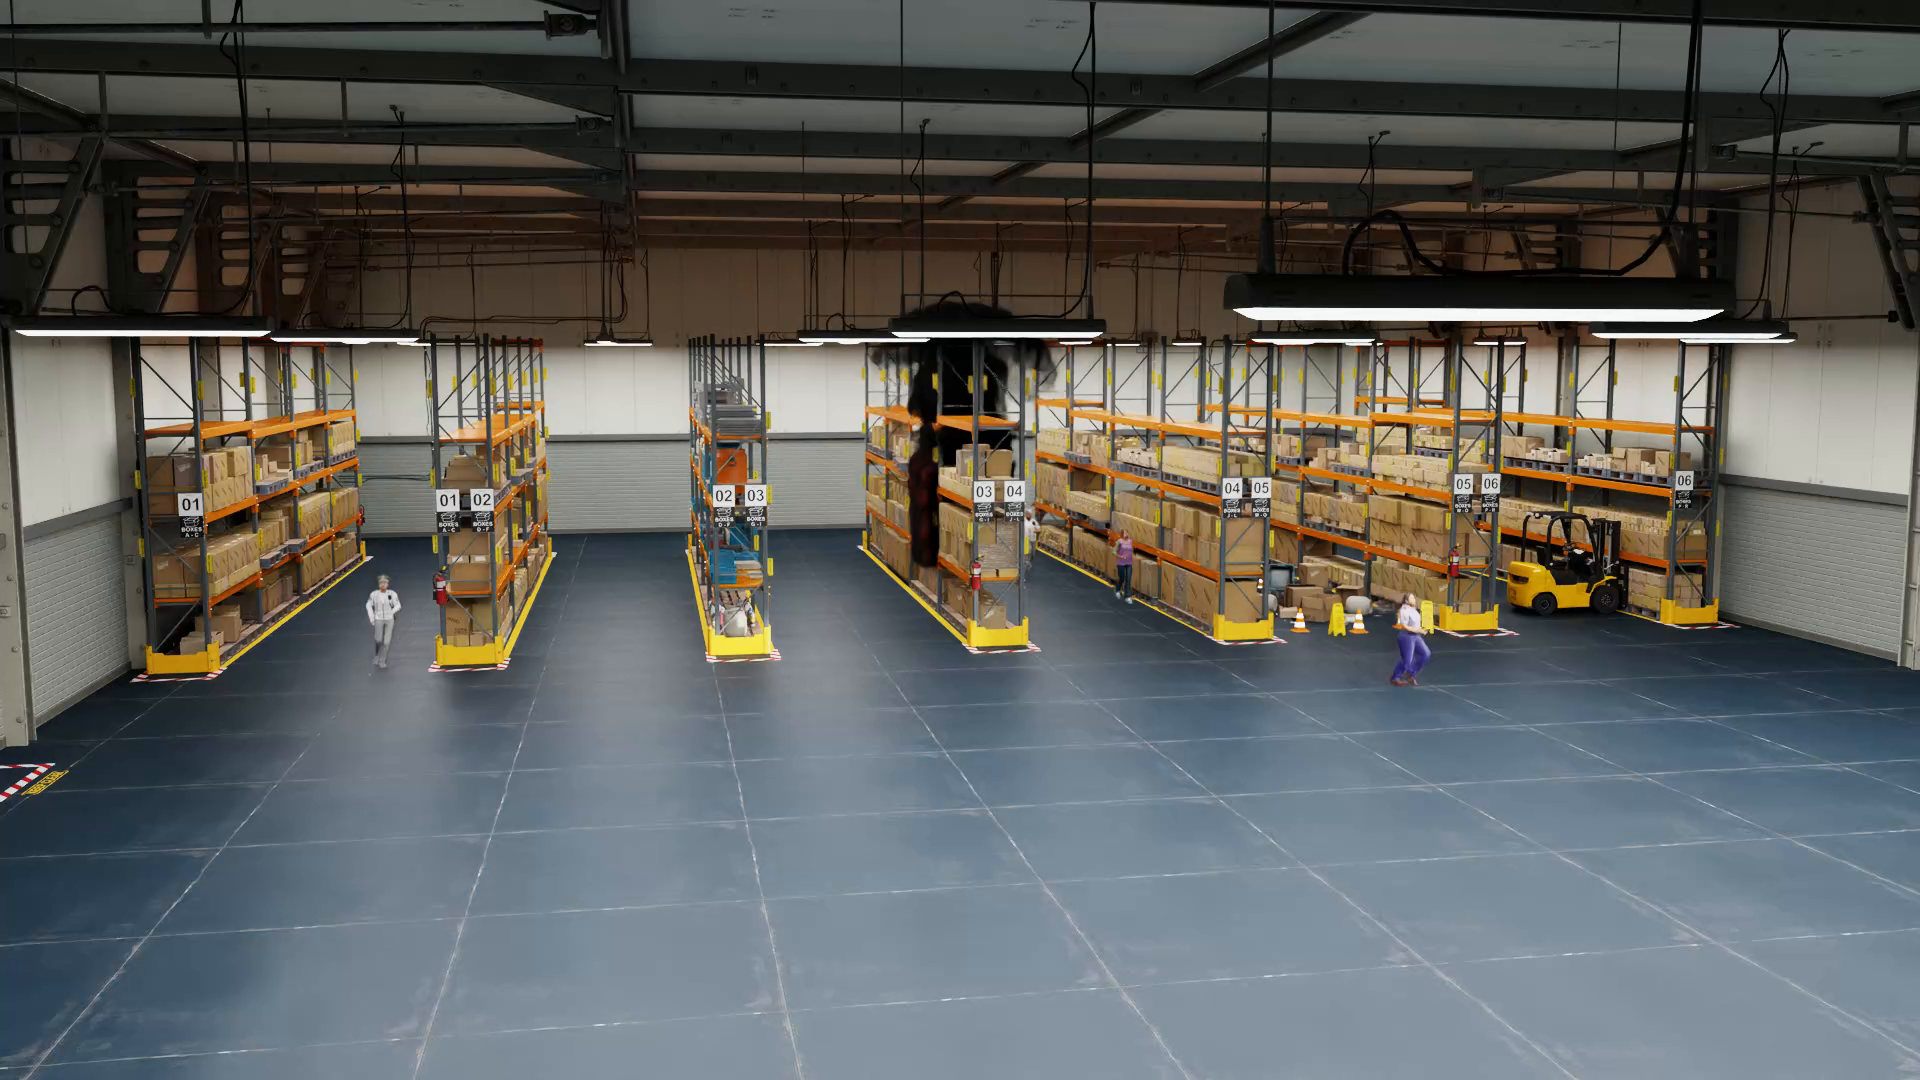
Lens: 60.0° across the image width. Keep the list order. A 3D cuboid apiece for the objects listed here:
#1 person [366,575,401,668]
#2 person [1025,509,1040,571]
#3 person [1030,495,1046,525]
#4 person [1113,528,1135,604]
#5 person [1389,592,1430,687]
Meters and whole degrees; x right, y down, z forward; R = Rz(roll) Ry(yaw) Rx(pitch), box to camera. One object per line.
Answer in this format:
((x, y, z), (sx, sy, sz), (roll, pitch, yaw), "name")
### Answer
((-10.457, 1.472, 30.047), (0.509, 1.670, 0.474), (-2, 7, -17), "person")
((1.739, 0.024, 42.220), (0.601, 1.628, 0.934), (-2, 7, -14), "person")
((2.415, -0.826, 49.783), (0.851, 1.726, 0.689), (-4, 8, -31), "person")
((3.545, 0.543, 35.790), (0.539, 1.599, 0.754), (-2, 7, -18), "person")
((7.656, 1.707, 28.280), (0.653, 1.607, 0.614), (5, 8, 36), "person")
